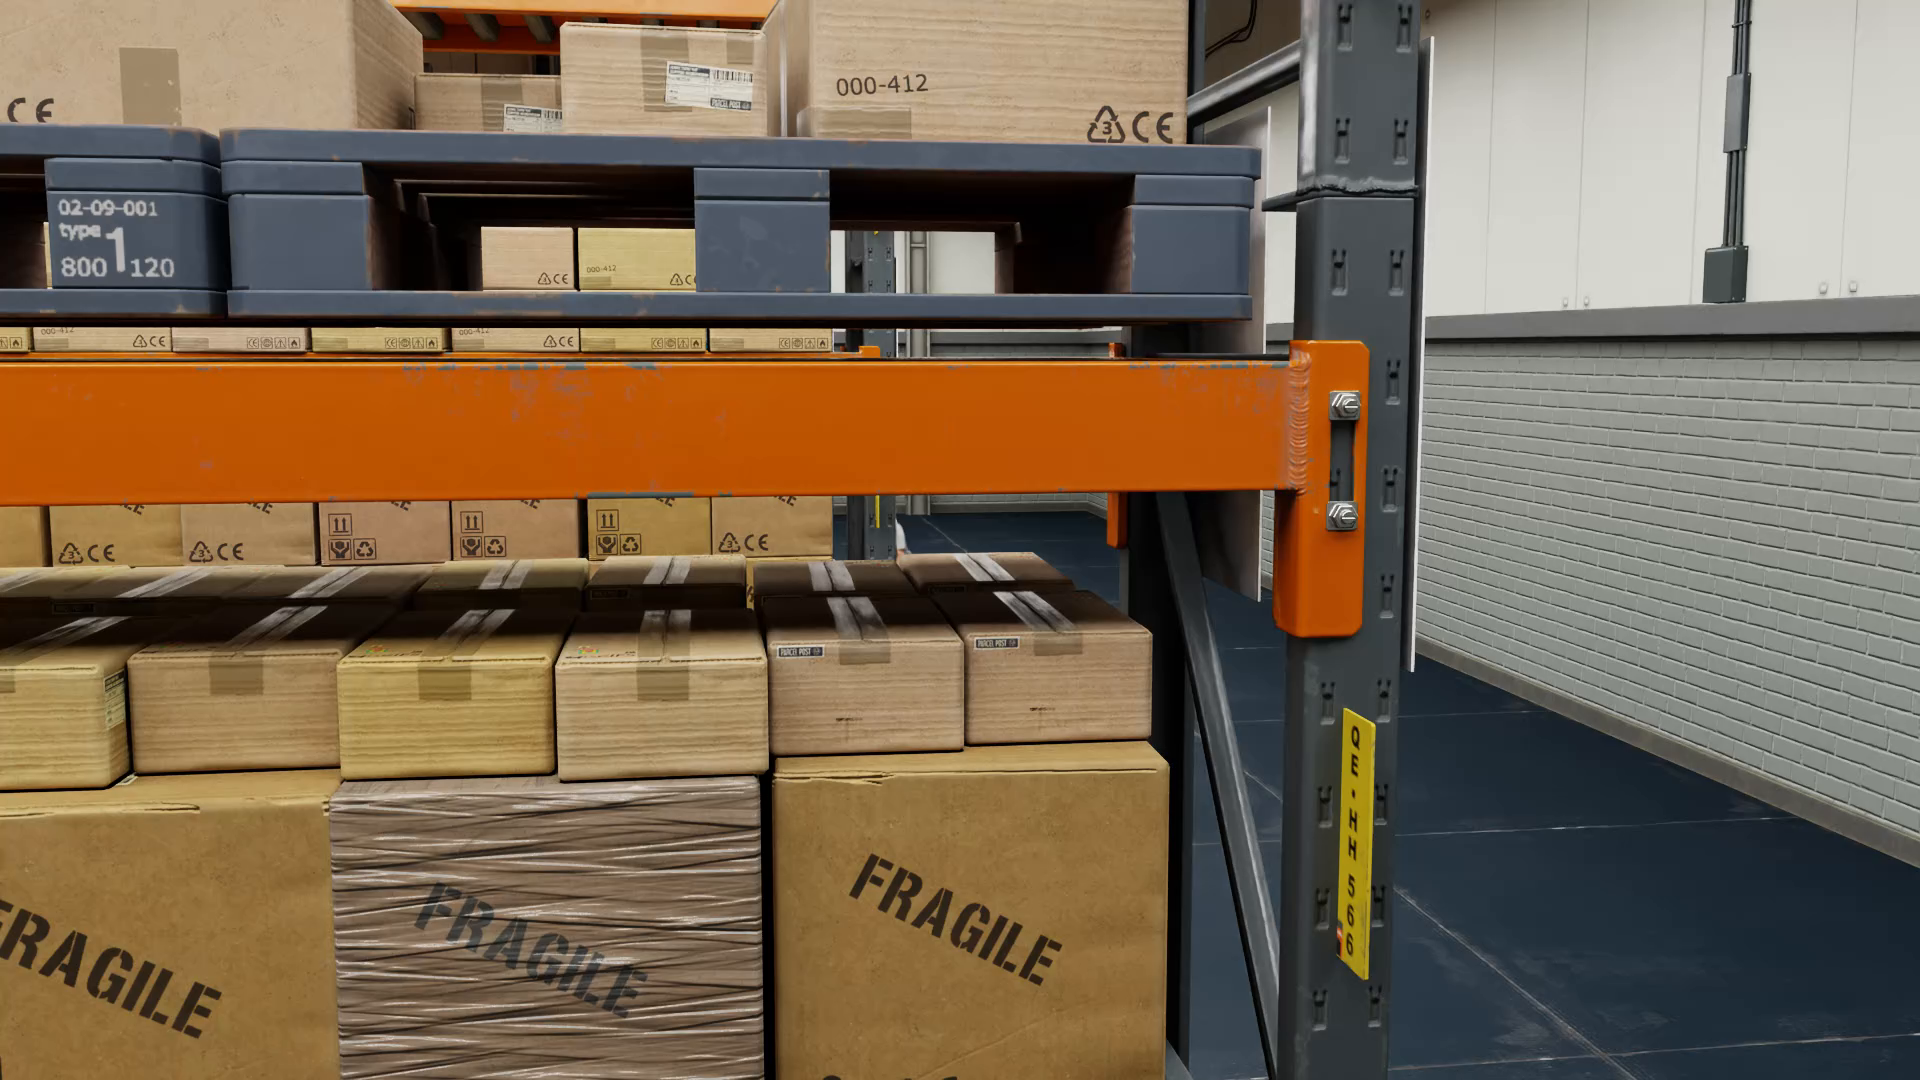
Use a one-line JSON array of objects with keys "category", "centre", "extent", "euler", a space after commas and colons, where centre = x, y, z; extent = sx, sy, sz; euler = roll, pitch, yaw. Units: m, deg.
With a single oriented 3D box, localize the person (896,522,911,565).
[{"category": "person", "centre": [-0.713, 0.290, 16.555], "extent": [0.492, 1.275, 0.696], "euler": [4, 7, 28]}]
